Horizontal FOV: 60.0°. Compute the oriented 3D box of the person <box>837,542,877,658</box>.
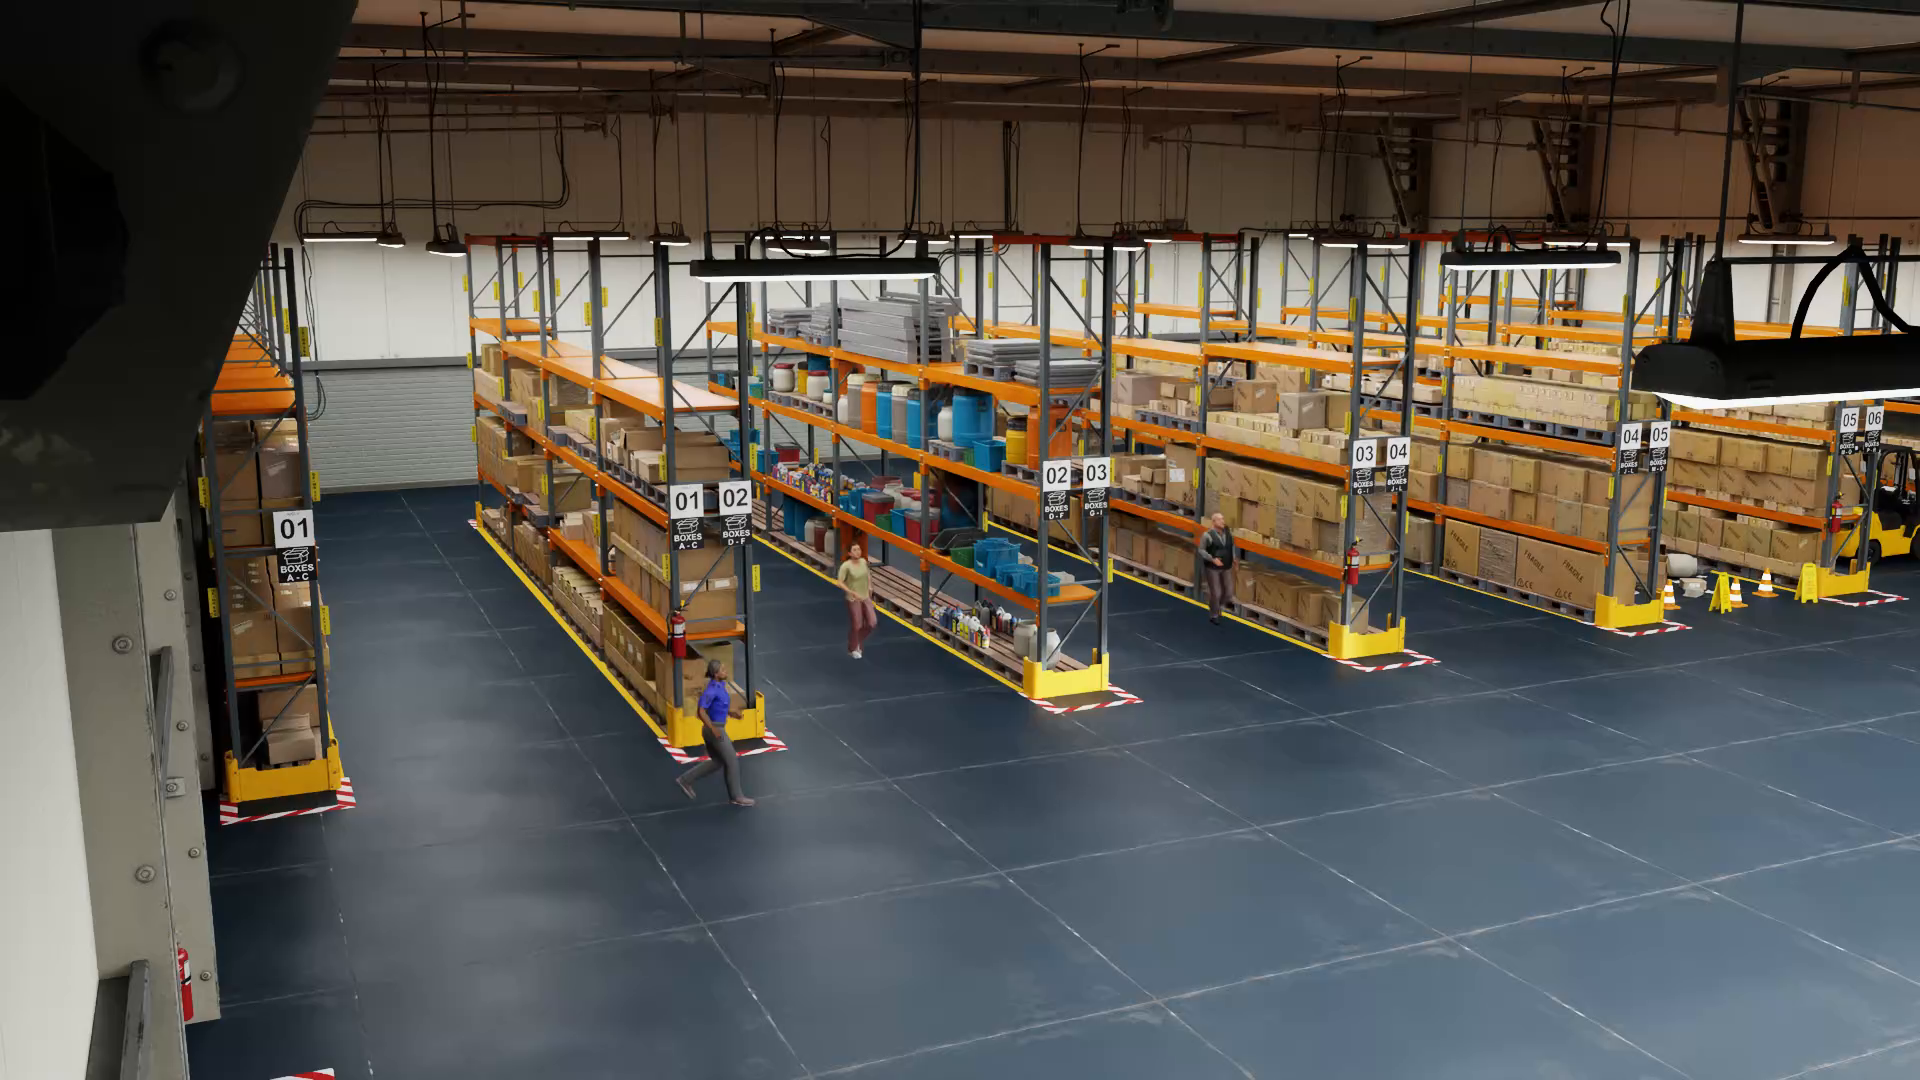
[{"bbox_3d":[-1.401,0.841,23.029,0.589,1.630,0.490,-8,14,-37],"label":"person"}]

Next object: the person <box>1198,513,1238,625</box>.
[{"bbox_3d":[3.895,0.443,24.933,0.659,1.693,0.527,-4,12,-19],"label":"person"}]

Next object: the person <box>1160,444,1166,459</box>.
[{"bbox_3d":[4.378,-1.261,35.379,0.537,1.610,0.875,-6,12,-27],"label":"person"}]

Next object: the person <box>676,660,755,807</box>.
[{"bbox_3d":[-2.659,2.101,18.020,0.837,1.653,0.598,-1,11,-6],"label":"person"}]
